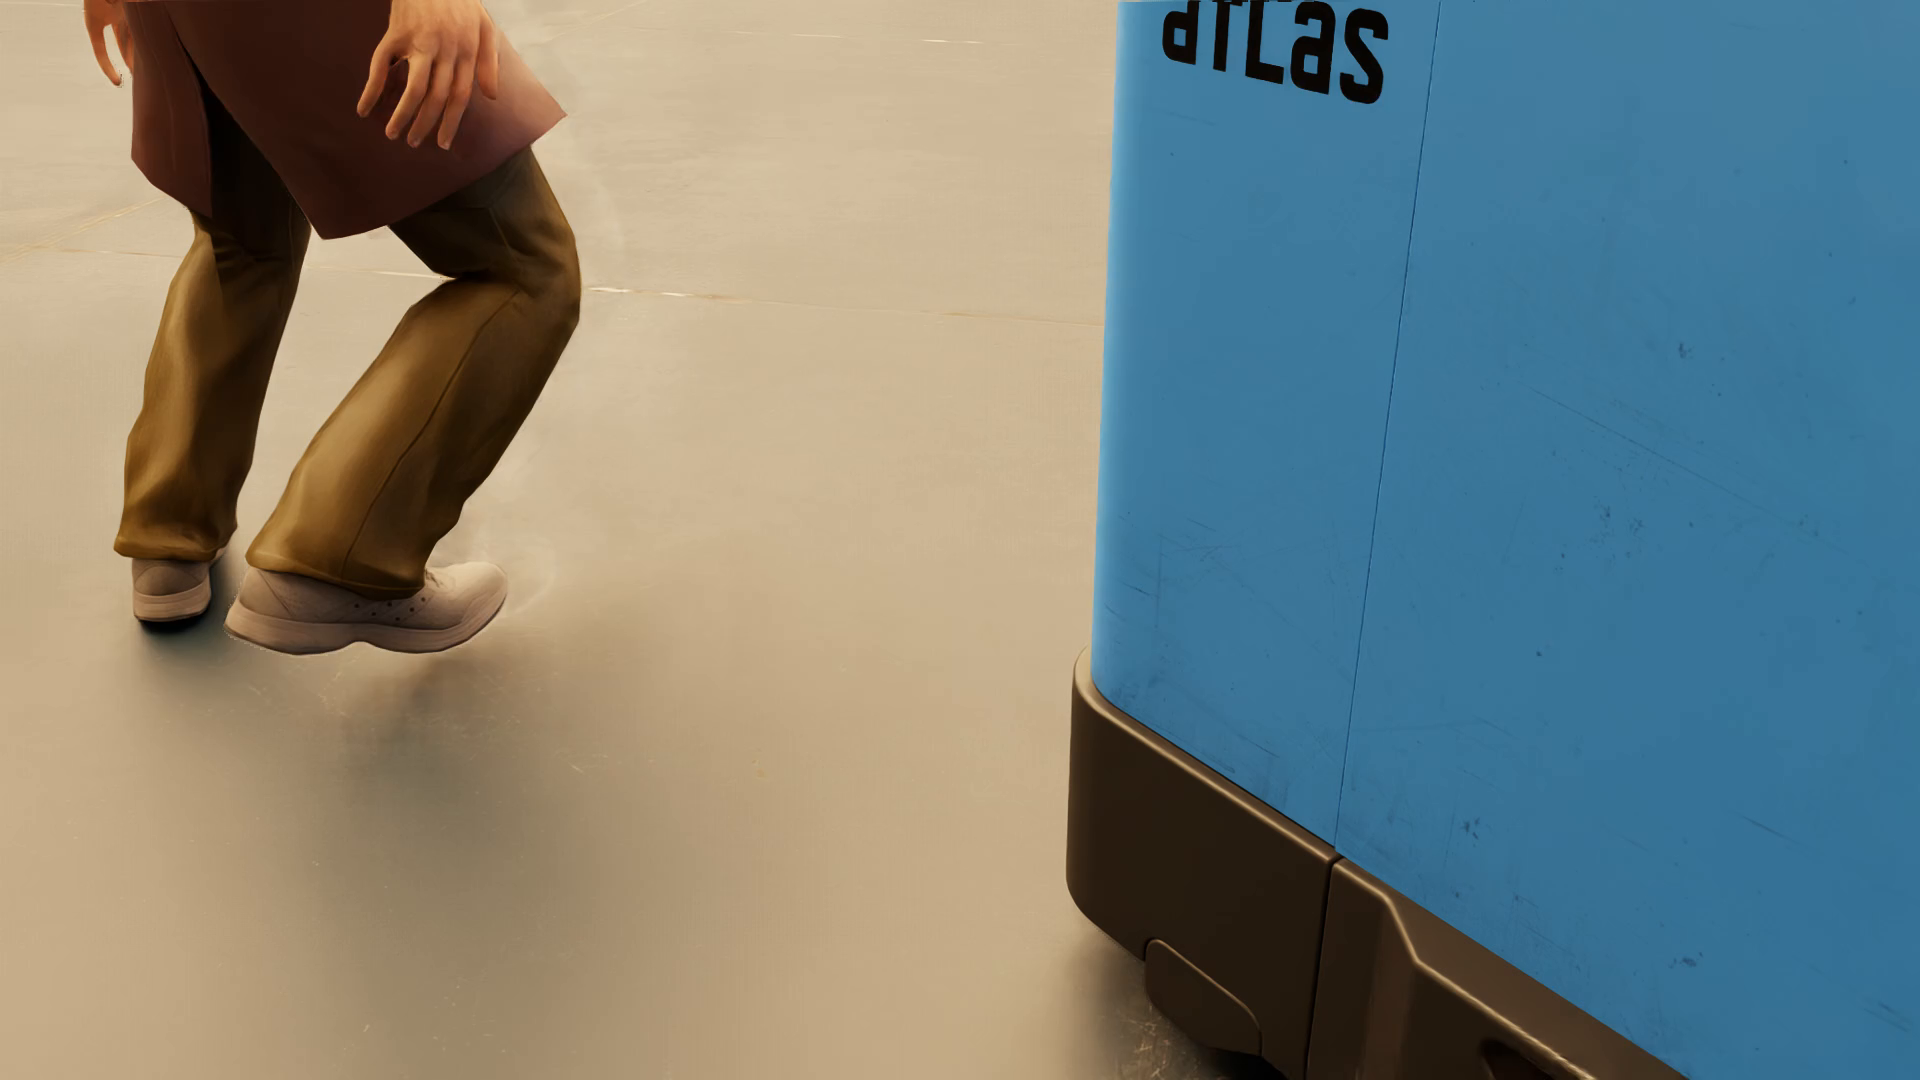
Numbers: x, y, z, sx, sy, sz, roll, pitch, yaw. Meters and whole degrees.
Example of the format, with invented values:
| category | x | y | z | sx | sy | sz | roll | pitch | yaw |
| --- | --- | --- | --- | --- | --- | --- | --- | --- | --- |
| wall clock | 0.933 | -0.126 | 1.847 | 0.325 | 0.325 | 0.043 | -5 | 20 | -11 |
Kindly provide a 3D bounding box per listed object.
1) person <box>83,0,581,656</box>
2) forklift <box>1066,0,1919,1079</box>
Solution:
| category | x | y | z | sx | sy | sz | roll | pitch | yaw |
| --- | --- | --- | --- | --- | --- | --- | --- | --- | --- |
| person | -0.820 | -0.652 | 1.937 | 0.939 | 1.687 | 0.577 | 19 | 33 | 33 |
| forklift | 1.393 | -0.511 | 0.258 | 1.130 | 2.935 | 3.031 | -19 | 32 | -32 |
